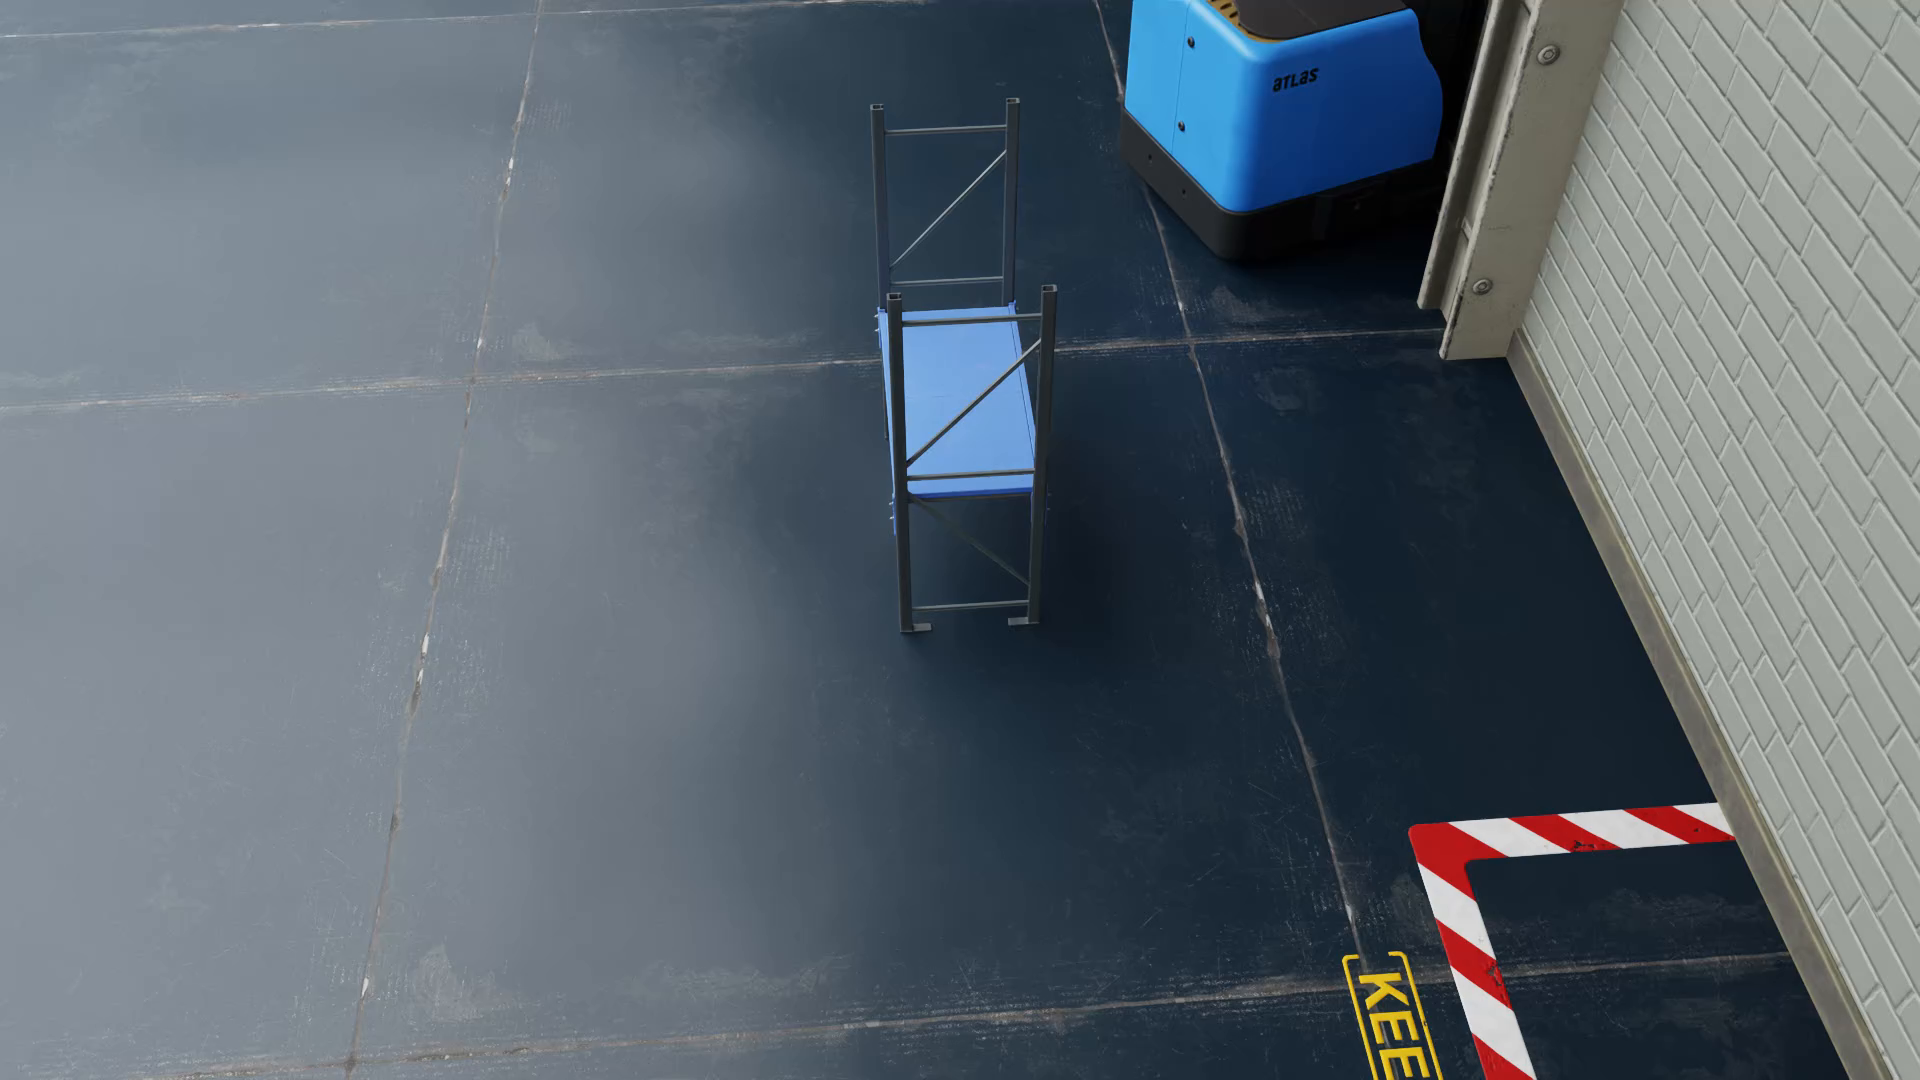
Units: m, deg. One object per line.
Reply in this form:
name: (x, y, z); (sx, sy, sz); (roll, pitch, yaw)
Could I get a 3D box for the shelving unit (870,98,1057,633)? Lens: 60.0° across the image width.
shelving unit: (-0.007, -0.577, 5.764); (0.538, 1.500, 1.048); (-3, 47, -3)

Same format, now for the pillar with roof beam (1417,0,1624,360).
pillar with roof beam: (-2.133, -3.739, 3.593); (9.100, 9.000, 0.400); (-3, 47, -3)

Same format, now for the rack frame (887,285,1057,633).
rack frame: (0.035, -0.210, 5.416); (0.500, 1.500, 0.032); (-3, 47, -3)

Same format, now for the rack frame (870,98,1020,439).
rack frame: (-0.050, -0.945, 6.112); (0.500, 1.500, 0.032); (-3, 47, -3)

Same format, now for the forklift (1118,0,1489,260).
forklift: (2.311, -2.976, 7.050); (3.031, 2.935, 1.130); (-19, 49, -17)

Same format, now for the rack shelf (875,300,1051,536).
rack shelf: (-0.007, -0.454, 5.895); (0.538, 0.185, 1.000); (-3, 47, -3)
